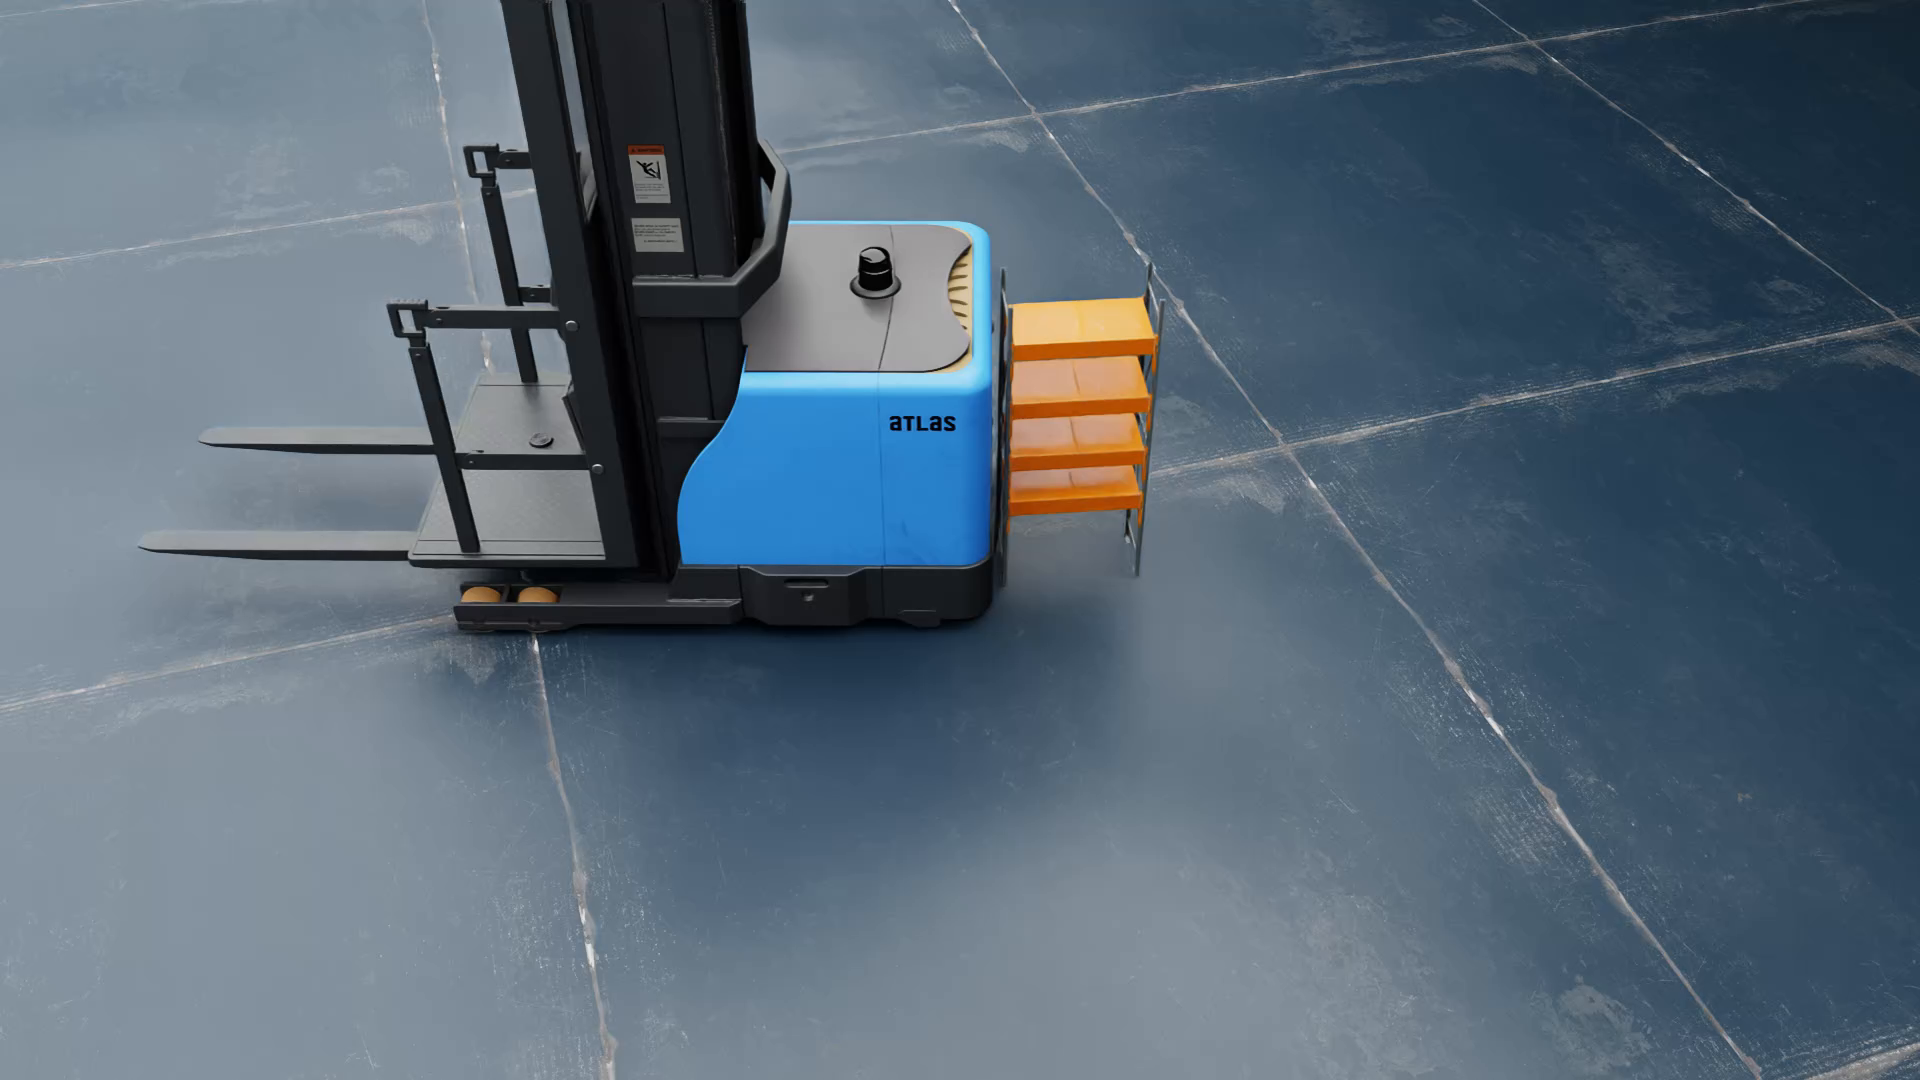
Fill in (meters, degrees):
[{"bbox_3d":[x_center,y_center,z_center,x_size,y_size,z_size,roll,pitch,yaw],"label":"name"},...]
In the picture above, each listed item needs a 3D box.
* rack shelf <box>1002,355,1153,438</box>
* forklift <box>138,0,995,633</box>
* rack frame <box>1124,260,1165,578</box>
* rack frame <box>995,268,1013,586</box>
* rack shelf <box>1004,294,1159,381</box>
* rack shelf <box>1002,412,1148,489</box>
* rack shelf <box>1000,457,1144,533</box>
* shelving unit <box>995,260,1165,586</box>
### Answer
[{"bbox_3d":[0.394,-0.494,5.666,0.480,0.148,0.258,-3,41,-4],"label":"rack shelf"},{"bbox_3d":[-1.397,-1.124,5.309,3.031,2.935,1.130,0,41,0],"label":"forklift"},{"bbox_3d":[0.637,-0.391,5.785,0.015,1.200,0.240,-3,41,-4],"label":"rack frame"},{"bbox_3d":[0.151,-0.362,5.752,0.015,1.200,0.240,-3,41,-4],"label":"rack frame"},{"bbox_3d":[0.394,-0.672,5.510,0.480,0.148,0.258,-3,41,-4],"label":"rack shelf"},{"bbox_3d":[0.394,-0.326,5.813,0.480,0.148,0.258,-3,41,-4],"label":"rack shelf"},{"bbox_3d":[0.394,-0.176,5.944,0.480,0.148,0.258,-3,41,-4],"label":"rack shelf"},{"bbox_3d":[0.394,-0.376,5.769,0.503,1.200,0.258,-3,41,-4],"label":"shelving unit"}]
